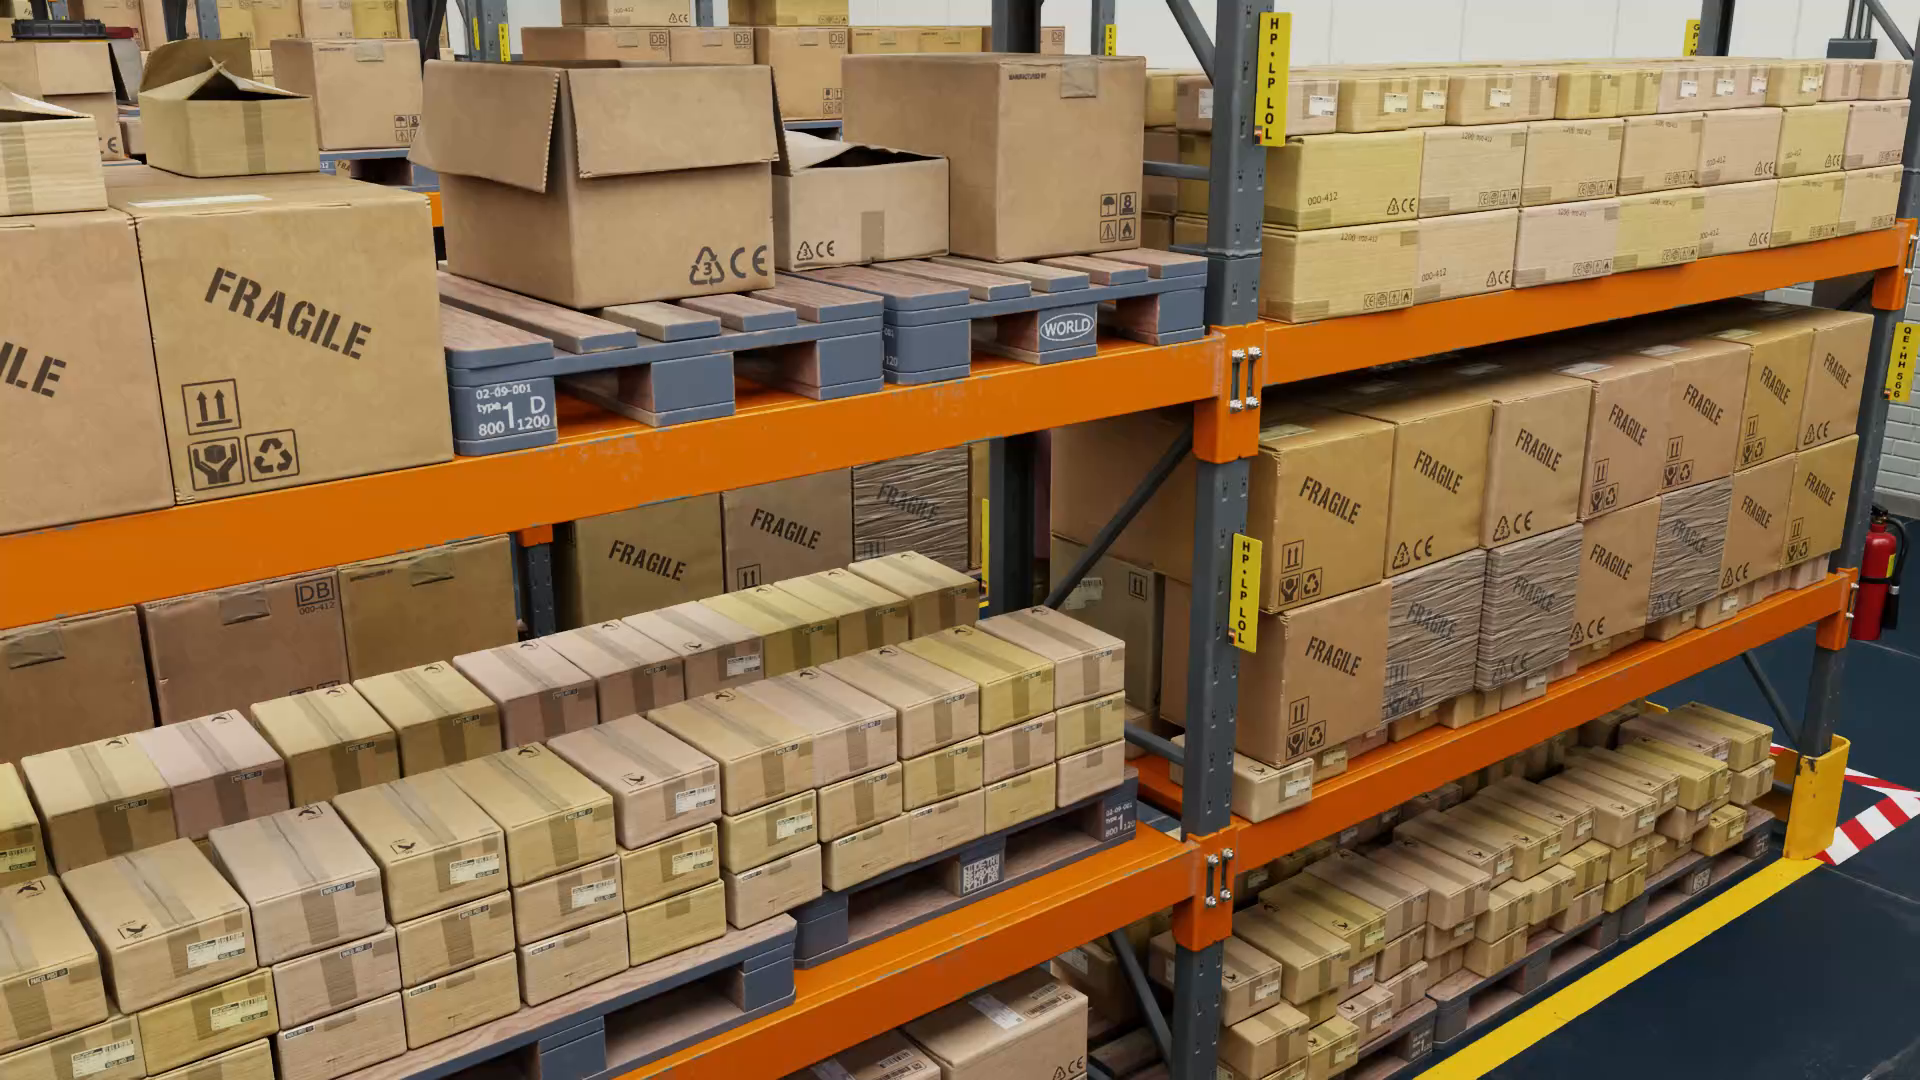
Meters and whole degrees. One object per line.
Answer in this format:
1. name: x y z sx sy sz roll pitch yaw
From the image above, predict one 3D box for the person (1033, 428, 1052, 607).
1. person: 0.437 -0.159 9.571 0.405 1.782 0.562 -13 22 -36
